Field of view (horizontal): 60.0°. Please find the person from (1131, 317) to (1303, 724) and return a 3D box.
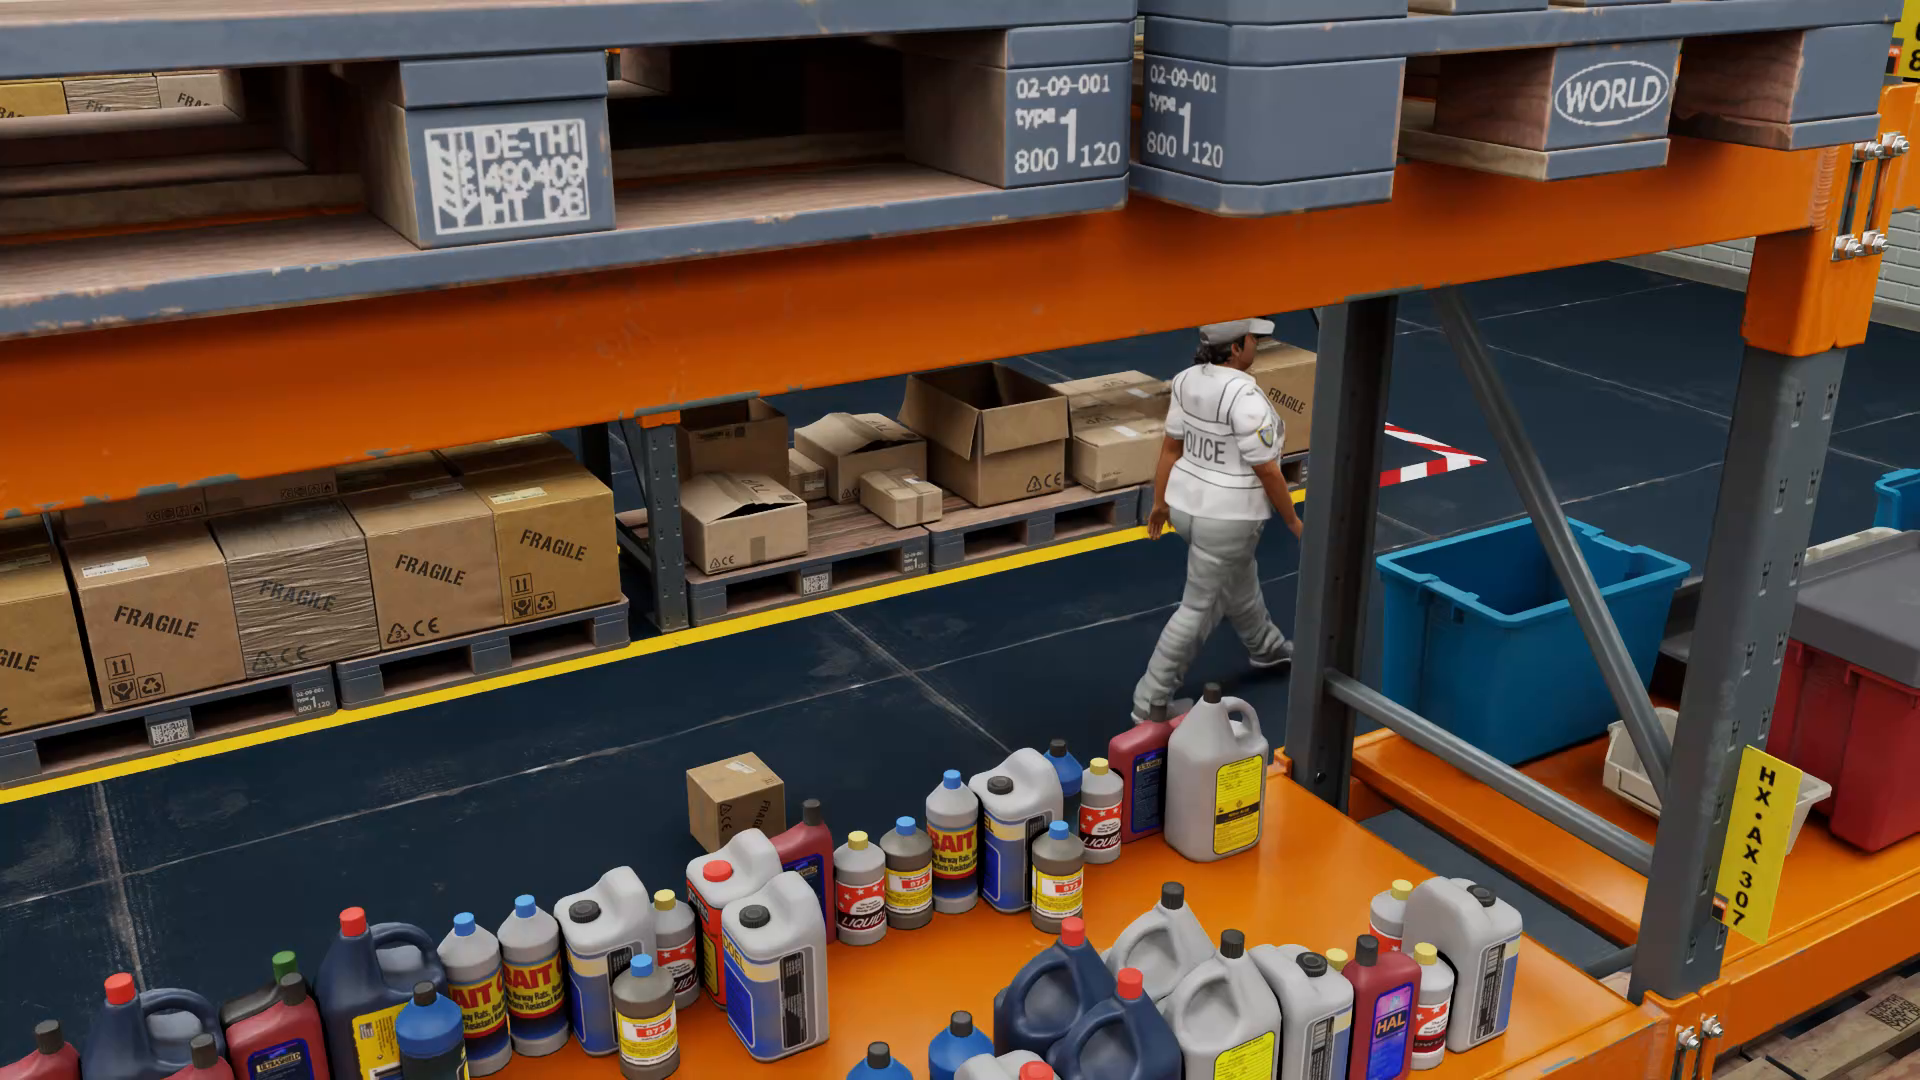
[{"bbox_3d":[1.073,-0.125,6.363,0.993,1.606,0.514,-10,24,-23],"label":"person"}]
